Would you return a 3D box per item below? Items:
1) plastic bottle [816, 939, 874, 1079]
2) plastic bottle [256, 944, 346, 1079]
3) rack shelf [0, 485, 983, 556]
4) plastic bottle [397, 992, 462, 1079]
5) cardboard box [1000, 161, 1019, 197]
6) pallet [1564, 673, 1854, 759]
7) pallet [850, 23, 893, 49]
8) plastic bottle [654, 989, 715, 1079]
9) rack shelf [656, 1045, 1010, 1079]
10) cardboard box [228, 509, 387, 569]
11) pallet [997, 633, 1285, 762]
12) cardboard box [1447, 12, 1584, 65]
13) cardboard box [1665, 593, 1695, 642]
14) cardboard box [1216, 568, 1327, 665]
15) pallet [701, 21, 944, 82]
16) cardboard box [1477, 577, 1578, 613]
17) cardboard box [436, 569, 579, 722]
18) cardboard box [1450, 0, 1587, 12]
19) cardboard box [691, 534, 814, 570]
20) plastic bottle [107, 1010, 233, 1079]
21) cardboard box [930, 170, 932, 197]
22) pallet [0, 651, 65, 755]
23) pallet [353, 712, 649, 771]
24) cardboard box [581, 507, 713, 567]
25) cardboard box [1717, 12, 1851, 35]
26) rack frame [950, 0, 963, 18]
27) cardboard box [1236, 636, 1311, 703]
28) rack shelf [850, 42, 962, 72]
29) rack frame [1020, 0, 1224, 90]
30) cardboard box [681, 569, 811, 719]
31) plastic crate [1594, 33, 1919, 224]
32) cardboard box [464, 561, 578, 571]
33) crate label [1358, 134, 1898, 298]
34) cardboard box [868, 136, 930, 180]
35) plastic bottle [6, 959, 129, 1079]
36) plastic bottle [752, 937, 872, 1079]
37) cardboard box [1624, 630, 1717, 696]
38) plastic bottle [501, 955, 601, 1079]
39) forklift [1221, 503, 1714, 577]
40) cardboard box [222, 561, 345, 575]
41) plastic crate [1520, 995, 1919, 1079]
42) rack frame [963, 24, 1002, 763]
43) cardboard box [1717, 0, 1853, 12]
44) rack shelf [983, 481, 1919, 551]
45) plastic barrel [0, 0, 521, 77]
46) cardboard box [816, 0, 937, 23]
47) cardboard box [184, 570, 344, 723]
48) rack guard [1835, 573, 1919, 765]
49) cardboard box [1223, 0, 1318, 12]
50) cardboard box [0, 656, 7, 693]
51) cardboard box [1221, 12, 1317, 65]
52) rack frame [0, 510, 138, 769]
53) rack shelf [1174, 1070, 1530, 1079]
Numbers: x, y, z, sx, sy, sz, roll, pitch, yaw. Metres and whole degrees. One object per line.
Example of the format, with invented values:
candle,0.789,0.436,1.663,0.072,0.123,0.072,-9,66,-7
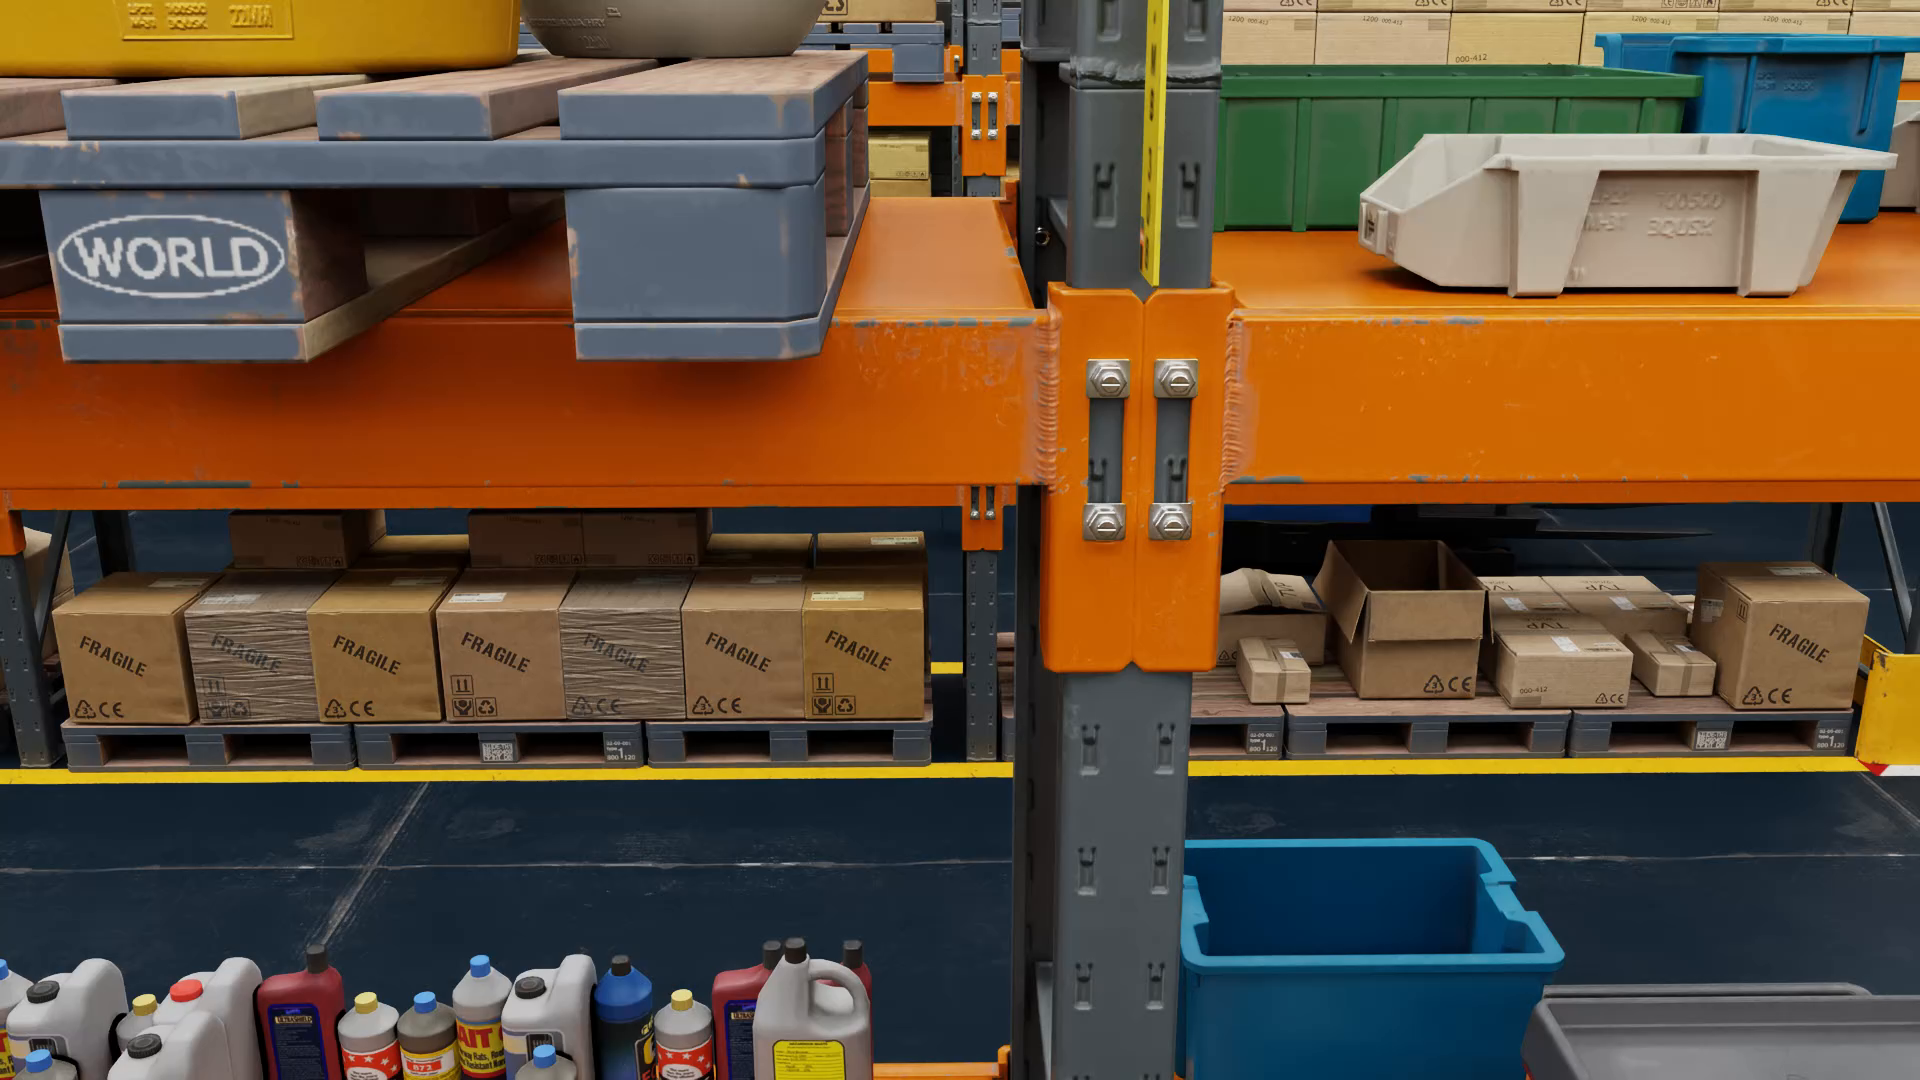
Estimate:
plastic bottle,-0.215,0.808,2.809,0.133,0.283,0.061,0,18,-1
plastic bottle,-1.103,0.812,2.796,0.133,0.283,0.061,0,18,-1
rack shelf,-1.916,-0.280,7.186,4.000,0.370,1.077,0,18,-1
plastic bottle,-0.890,0.856,2.794,0.097,0.201,0.097,0,18,0
cardboard box,0.545,-2.285,11.770,0.700,0.700,0.980,0,18,0
pallet,3.210,0.681,7.579,1.213,0.211,1.003,0,18,-1
pallet,-0.914,-3.462,11.333,1.217,0.209,0.805,-1,18,-3
plastic bottle,-0.463,0.854,2.800,0.097,0.201,0.097,0,18,0
rack shelf,-1.841,1.233,2.470,4.000,0.370,1.077,0,18,-1
cardboard box,-2.928,-0.067,7.489,0.500,0.250,0.500,0,18,1
pallet,0.771,0.693,7.542,1.213,0.211,1.003,0,18,-1
cardboard box,2.074,-1.922,6.464,0.500,0.250,0.500,0,18,-1
cardboard box,3.409,0.387,7.849,0.250,0.166,0.380,0,18,-1
cardboard box,1.399,0.346,7.740,0.500,0.311,0.500,0,18,-1
pallet,-0.569,-1.989,6.734,1.003,0.211,1.213,0,18,-1
cardboard box,2.535,0.369,7.766,0.500,0.250,0.500,0,18,-1
cardboard box,-1.909,0.444,7.125,0.500,0.500,0.500,-1,18,-3
cardboard box,2.074,-2.158,6.379,0.500,0.250,0.500,0,18,-1
cardboard box,-0.937,0.283,7.627,0.500,0.500,0.500,0,18,0
plastic bottle,-1.234,0.877,2.606,0.135,0.276,0.152,0,18,-1
cardboard box,-0.462,-2.418,11.992,0.500,0.500,0.500,-1,18,-3
pallet,-4.739,0.707,7.497,1.213,0.211,1.003,0,18,-1
pallet,-1.952,0.718,7.463,1.213,0.211,1.003,0,18,-1
cardboard box,-1.404,-0.075,7.516,0.500,0.250,0.500,0,18,-1
cardboard box,3.074,-1.926,6.476,0.500,0.250,0.500,0,18,-1
rack frame,0.002,-5.001,10.906,0.127,3.000,1.000,0,18,-1
cardboard box,1.372,0.565,7.295,0.250,0.166,0.380,0,18,-1
rack shelf,-1.998,-3.221,11.444,4.000,0.370,1.077,0,18,-1
rack frame,0.158,-1.976,1.474,0.127,3.000,1.000,0,18,-1
cardboard box,-0.899,0.439,7.141,0.500,0.500,0.500,0,18,-1
plastic crate,1.064,-0.569,2.275,0.300,0.233,0.416,0,18,-1
cardboard box,-1.942,0.285,7.620,0.500,0.500,0.500,-1,18,-3
crate label,0.652,-0.336,1.705,0.466,0.136,0.293,0,18,-1
cardboard box,-0.461,-2.620,11.394,0.500,0.250,0.500,0,18,0
plastic bottle,-1.468,0.832,2.748,0.135,0.276,0.152,0,18,-1
plastic bottle,-0.239,0.807,2.701,0.185,0.351,0.144,0,18,-1
cardboard box,3.137,0.541,7.369,0.250,0.166,0.380,0,18,-1
plastic bottle,-0.676,0.828,2.760,0.135,0.276,0.152,0,18,-1
forklift,2.787,-1.348,9.452,3.031,2.935,1.130,1,18,3
cardboard box,-2.984,0.292,7.599,0.500,0.500,0.500,0,18,1
plastic crate,1.055,0.894,2.146,0.583,0.464,0.402,0,18,-1
rack frame,0.084,-0.632,7.107,0.127,3.000,1.000,0,18,-1
cardboard box,3.074,-2.163,6.397,0.500,0.250,0.500,0,18,-1
rack shelf,2.084,-0.299,7.247,4.000,0.370,1.077,0,18,-1
plastic barrel,-0.751,-0.770,1.632,0.600,0.588,0.600,0,18,0
cardboard box,-0.421,-2.375,6.616,0.600,0.600,0.600,-2,18,-6
cardboard box,-2.933,0.449,7.109,0.500,0.500,0.500,-1,18,-3
rack guard,4.007,0.539,7.547,0.348,0.500,1.175,0,18,-1
cardboard box,1.074,-2.156,6.375,0.500,0.250,0.500,0,18,-1
cardboard box,-4.438,0.574,7.162,0.500,0.250,0.500,0,18,0
cardboard box,1.074,-1.917,6.447,0.500,0.250,0.500,0,18,-1
rack frame,-3.916,-0.613,7.046,0.127,3.000,1.000,0,18,-1
rack shelf,2.158,1.214,2.530,4.000,0.370,1.077,0,18,-1
